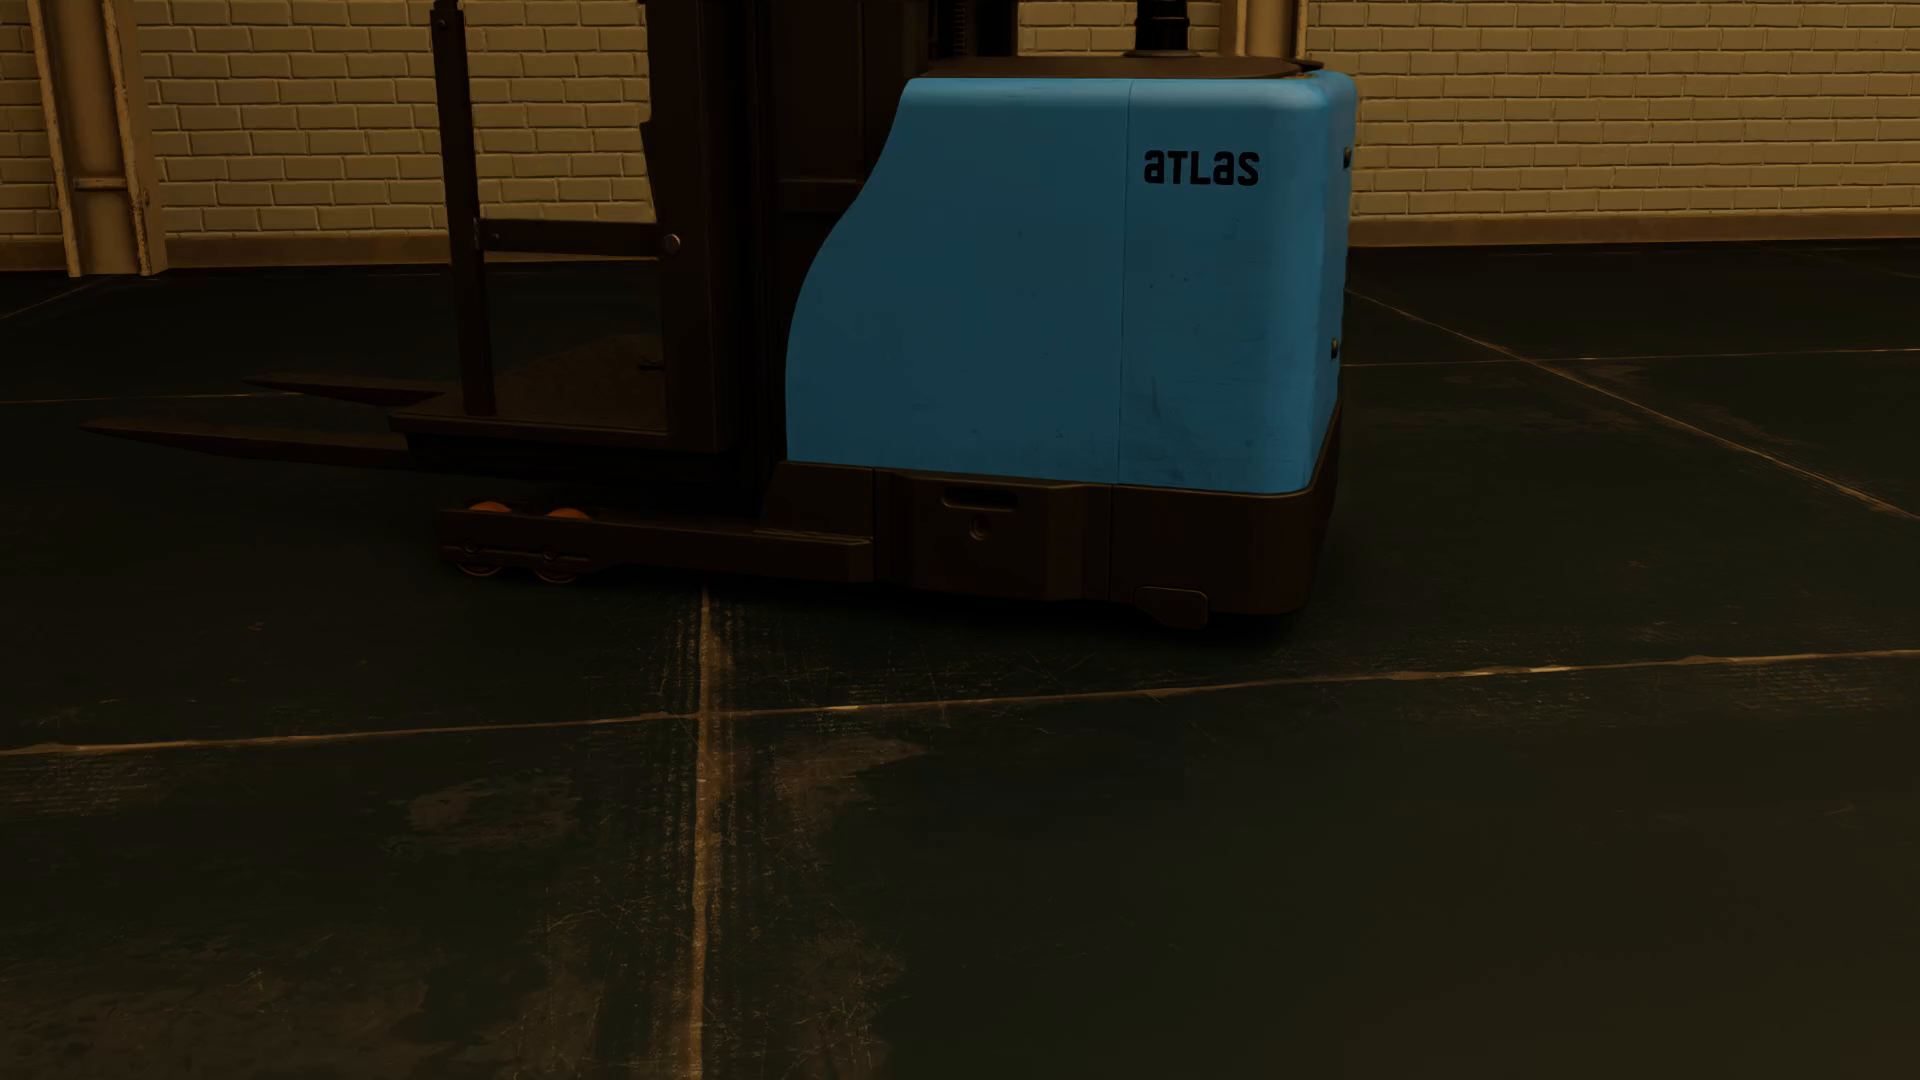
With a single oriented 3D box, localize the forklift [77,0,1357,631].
[{"bbox_3d":[-0.652,-1.446,3.684,3.031,2.935,1.130,5,17,15],"label":"forklift"}]
